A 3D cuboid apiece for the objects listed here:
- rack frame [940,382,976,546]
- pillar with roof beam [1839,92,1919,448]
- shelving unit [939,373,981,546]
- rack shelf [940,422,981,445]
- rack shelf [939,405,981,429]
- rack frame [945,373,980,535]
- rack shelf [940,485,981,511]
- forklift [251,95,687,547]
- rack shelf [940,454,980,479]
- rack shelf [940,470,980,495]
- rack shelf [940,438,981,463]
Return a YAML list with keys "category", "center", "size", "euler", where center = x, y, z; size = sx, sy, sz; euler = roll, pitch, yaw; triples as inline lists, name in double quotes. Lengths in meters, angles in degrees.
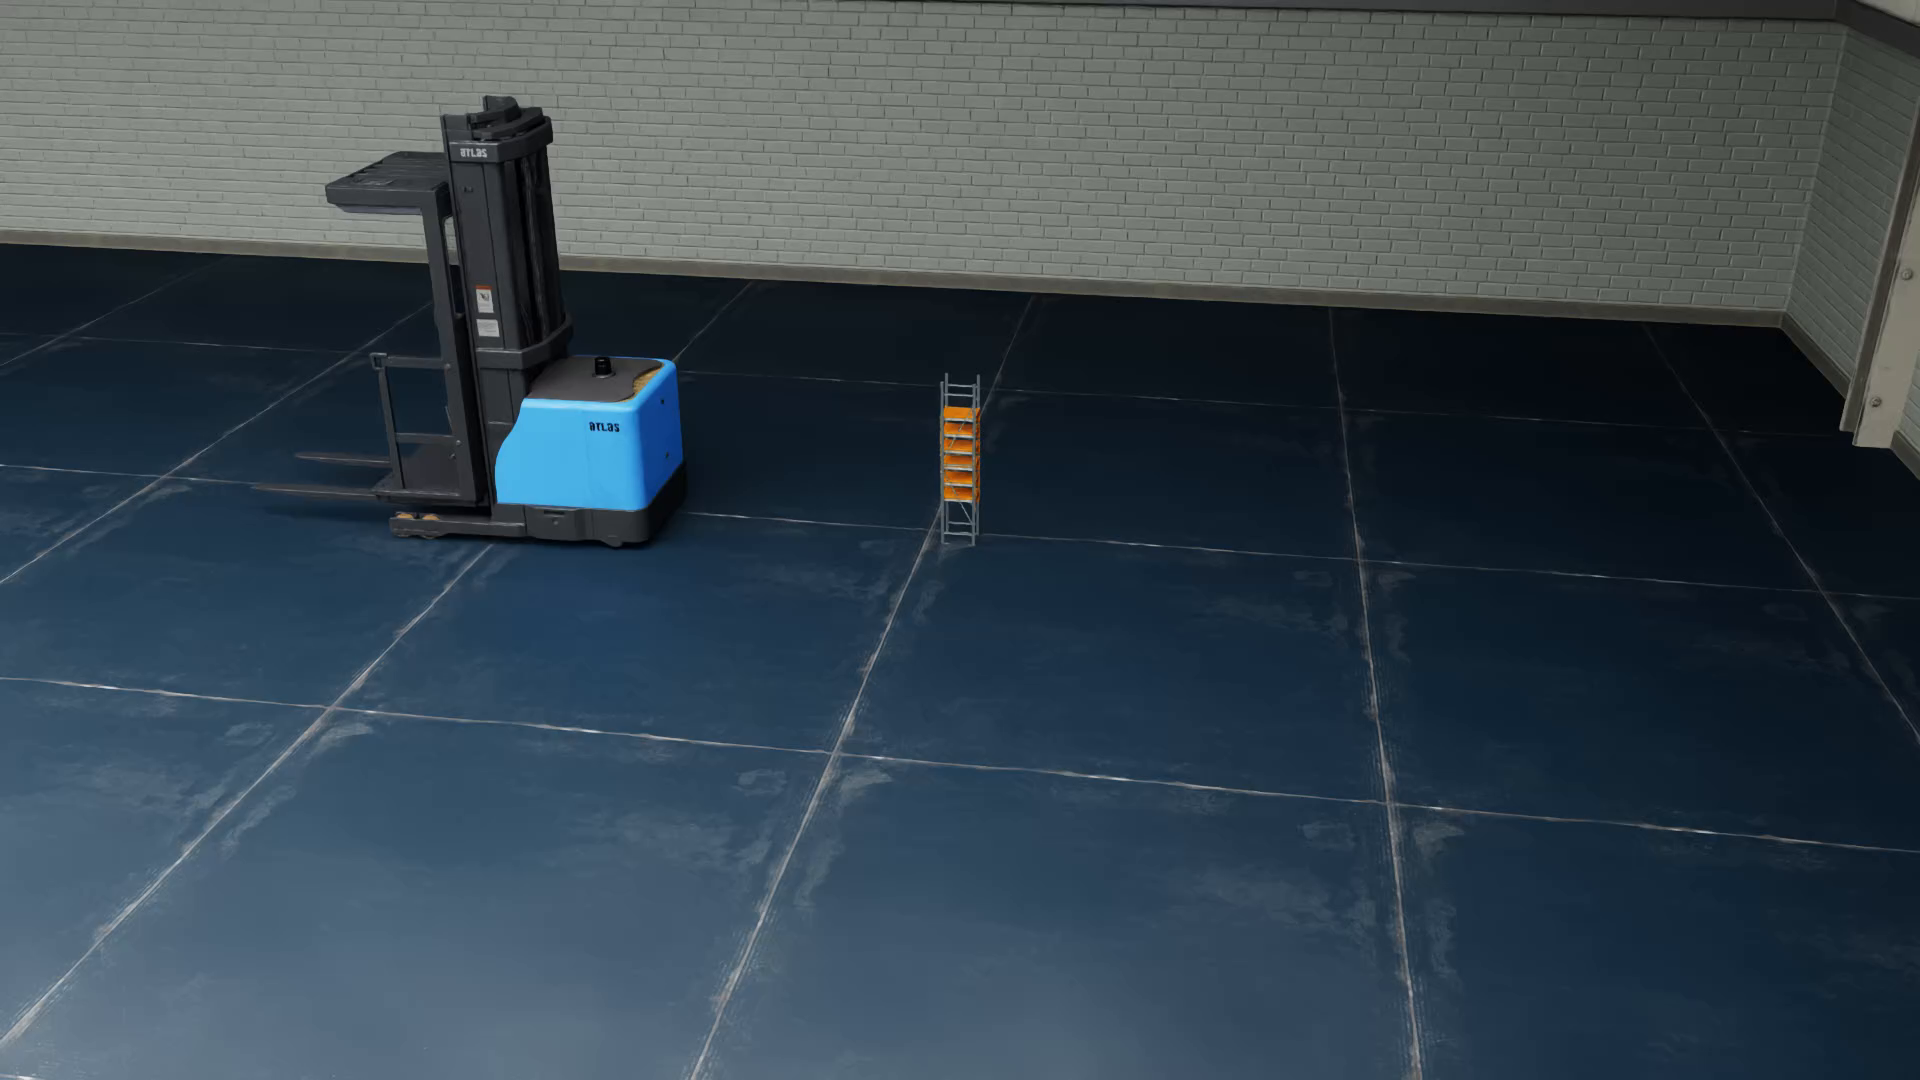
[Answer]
- category: "rack frame"
  center: [-0.013, -0.511, 11.427]
  size: [0.240, 1.200, 0.006]
  euler: [4, 25, 9]
- category: "pillar with roof beam"
  center: [3.121, -5.201, 12.247]
  size: [9.100, 9.000, 0.400]
  euler: [4, 25, 9]
- category: "shelving unit"
  center: [0.002, -0.549, 11.509]
  size: [0.258, 1.200, 0.189]
  euler: [4, 25, 9]
- category: "rack shelf"
  center: [0.002, -0.727, 11.426]
  size: [0.258, 0.103, 0.180]
  euler: [4, 25, 9]
- category: "rack shelf"
  center: [0.002, -0.835, 11.375]
  size: [0.258, 0.103, 0.180]
  euler: [4, 25, 9]
- category: "rack frame"
  center: [0.017, -0.588, 11.590]
  size: [0.240, 1.200, 0.006]
  euler: [4, 25, 9]
- category: "rack shelf"
  center: [0.002, -0.292, 11.629]
  size: [0.258, 0.103, 0.180]
  euler: [4, 25, 9]
- category: "forklift"
  center: [-3.592, -1.552, 11.608]
  size: [3.031, 2.935, 1.130]
  euler: [4, 25, 8]
- category: "rack shelf"
  center: [0.002, -0.509, 11.527]
  size: [0.258, 0.103, 0.180]
  euler: [4, 25, 9]
- category: "rack shelf"
  center: [0.002, -0.401, 11.578]
  size: [0.258, 0.103, 0.180]
  euler: [4, 25, 9]
- category: "rack shelf"
  center: [0.002, -0.618, 11.477]
  size: [0.258, 0.103, 0.180]
  euler: [4, 25, 9]
